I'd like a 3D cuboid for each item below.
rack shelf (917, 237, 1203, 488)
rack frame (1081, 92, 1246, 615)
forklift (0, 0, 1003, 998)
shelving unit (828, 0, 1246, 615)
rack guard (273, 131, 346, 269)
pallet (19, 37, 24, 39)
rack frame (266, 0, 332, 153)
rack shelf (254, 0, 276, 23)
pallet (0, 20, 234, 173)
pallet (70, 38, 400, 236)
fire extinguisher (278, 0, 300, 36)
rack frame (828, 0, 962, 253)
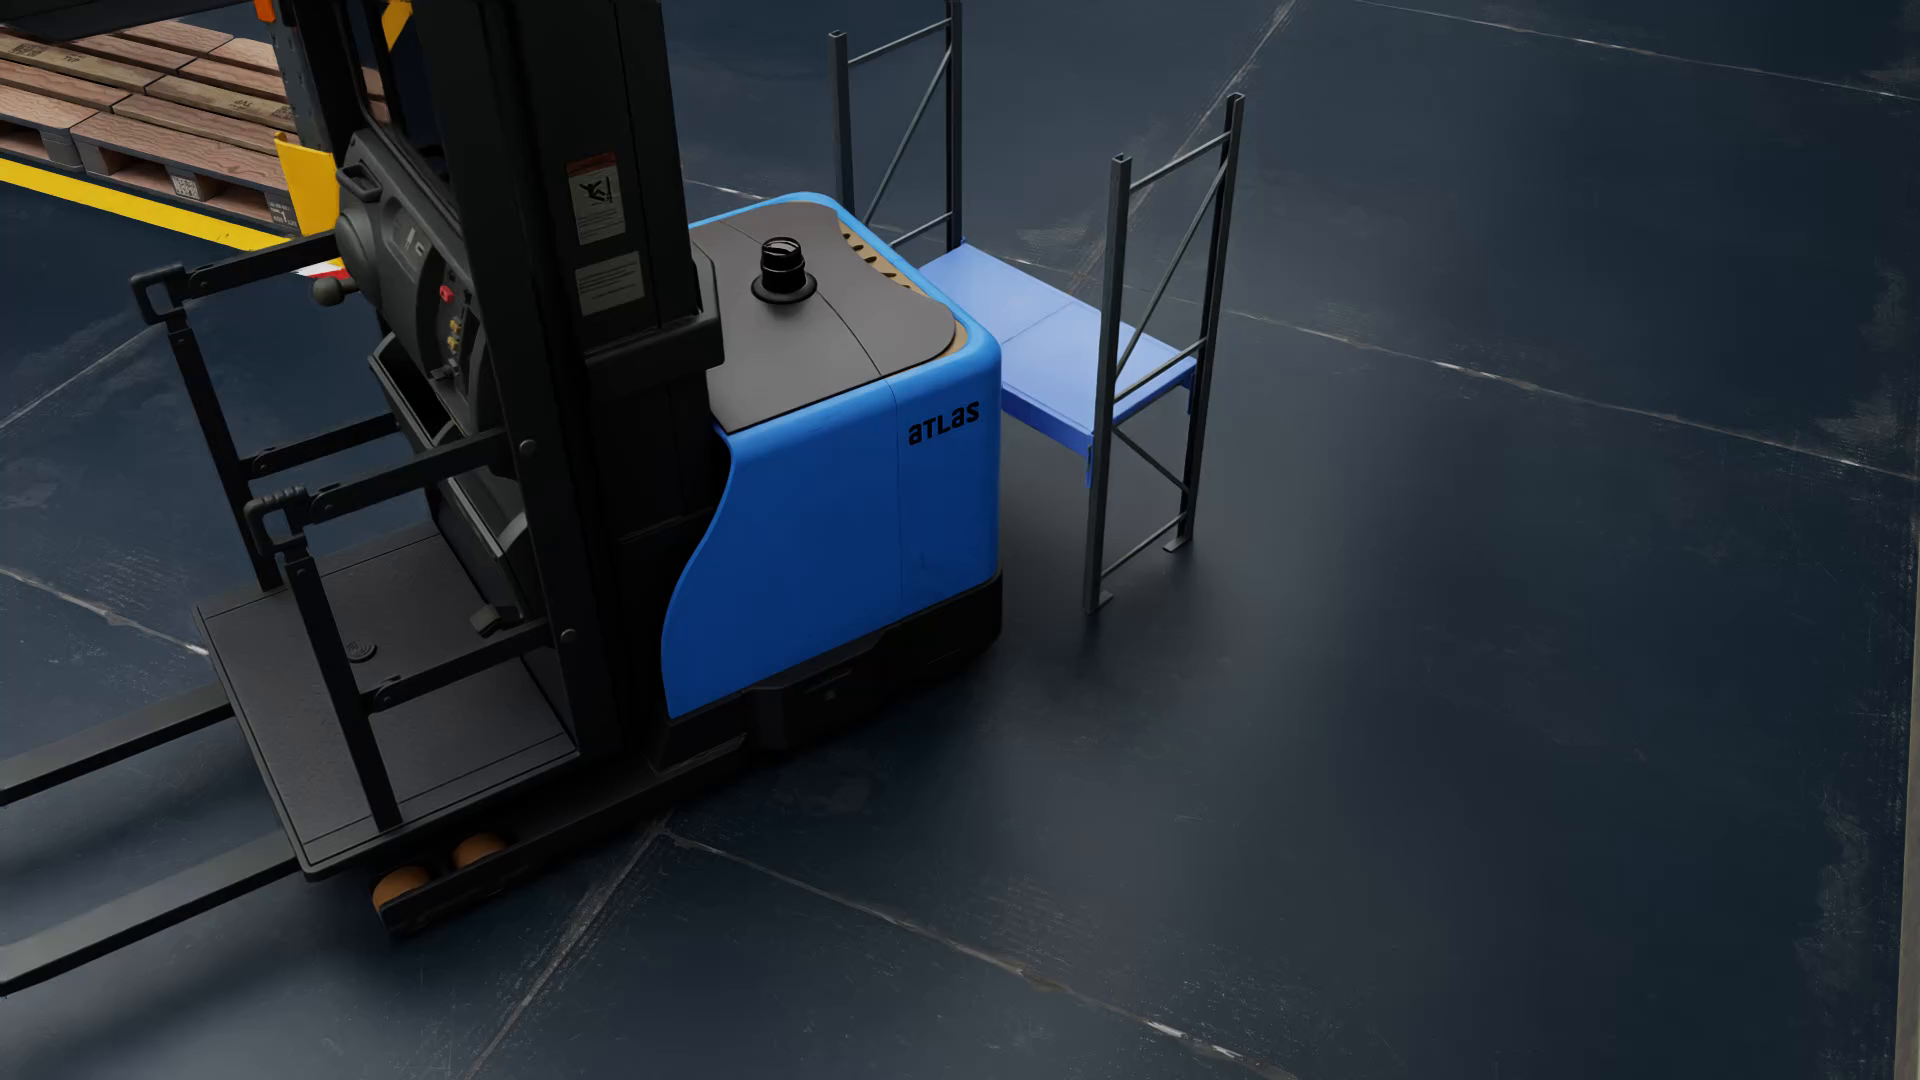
[{"bbox_3d":[0.186,-0.563,5.029,1.000,0.185,0.538,32,50,32],"label":"rack shelf"},{"bbox_3d":[0.551,-0.467,4.643,0.032,1.500,0.500,32,50,32],"label":"rack frame"},{"bbox_3d":[-1.395,-0.534,3.628,3.031,2.935,1.130,-23,46,-24],"label":"forklift"},{"bbox_3d":[0.186,-0.698,4.911,1.048,1.500,0.538,32,50,32],"label":"shelving unit"},{"bbox_3d":[-2.192,-1.609,6.724,0.348,0.500,1.175,17,44,19],"label":"rack guard"},{"bbox_3d":[-5.161,-2.426,7.887,1.213,0.211,1.003,17,44,19],"label":"pallet"},{"bbox_3d":[-2.219,-2.552,5.904,0.127,3.000,1.000,17,44,19],"label":"rack frame"},{"bbox_3d":[-4.032,-2.834,6.779,4.000,0.370,1.077,17,44,19],"label":"rack shelf"},{"bbox_3d":[-4.052,-2.089,7.498,1.213,0.211,1.003,17,44,19],"label":"pallet"},{"bbox_3d":[-2.950,-1.750,7.108,1.213,0.211,1.003,17,44,19],"label":"pallet"},{"bbox_3d":[-2.275,-2.071,5.692,0.183,0.674,0.296,17,44,19],"label":"fire extinguisher"},{"bbox_3d":[-0.178,-0.930,5.178,0.032,1.500,0.500,32,50,32],"label":"rack frame"}]
